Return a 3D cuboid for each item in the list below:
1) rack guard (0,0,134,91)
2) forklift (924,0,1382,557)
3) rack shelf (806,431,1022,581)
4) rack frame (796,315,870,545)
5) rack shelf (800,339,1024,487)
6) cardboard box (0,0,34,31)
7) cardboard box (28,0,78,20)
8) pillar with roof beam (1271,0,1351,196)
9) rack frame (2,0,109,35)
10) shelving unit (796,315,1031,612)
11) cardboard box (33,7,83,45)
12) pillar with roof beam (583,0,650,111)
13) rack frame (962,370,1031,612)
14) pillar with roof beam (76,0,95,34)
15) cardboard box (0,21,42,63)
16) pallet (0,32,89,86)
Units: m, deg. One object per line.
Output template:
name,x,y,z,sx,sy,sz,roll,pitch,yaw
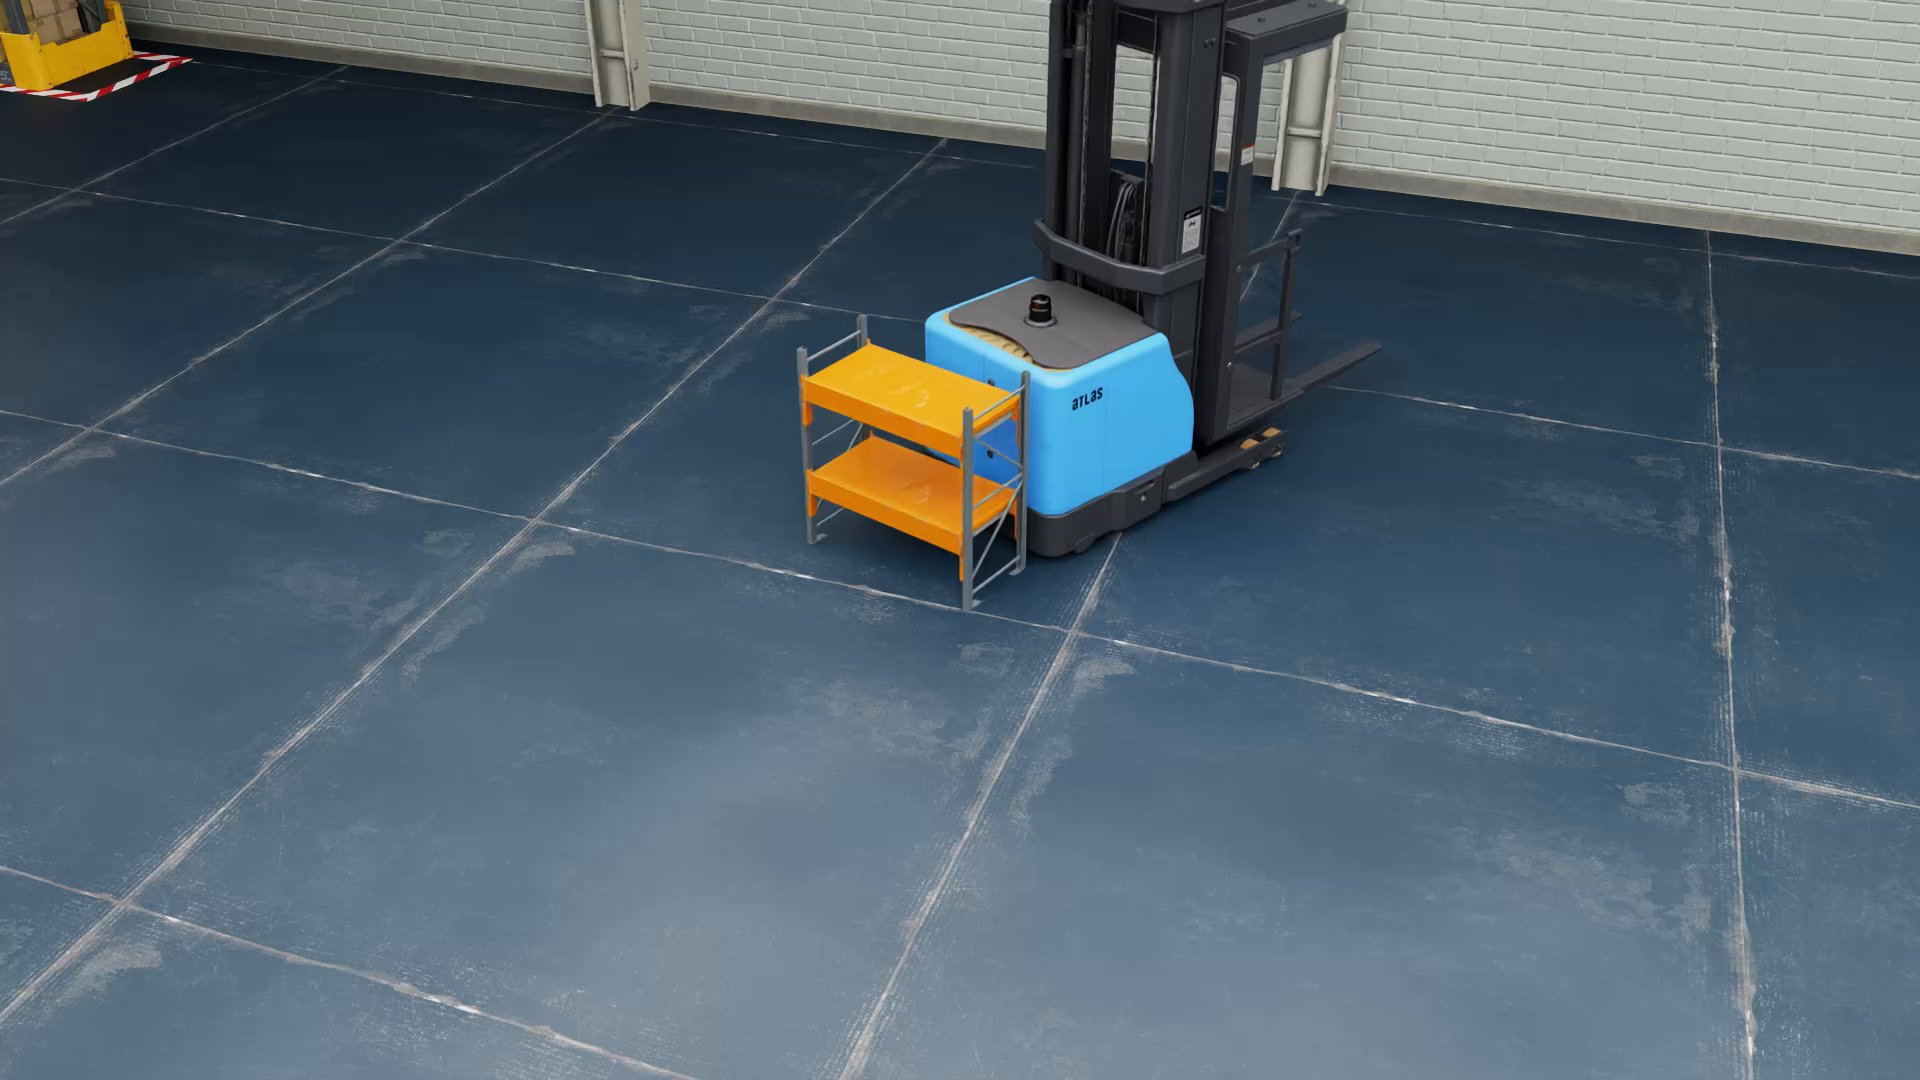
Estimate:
rack guard,-8.255,-4.593,15.402,0.348,0.500,1.175,11,34,16
forklift,1.237,-1.821,8.868,3.031,2.935,1.130,-26,41,-34
rack shelf,-0.231,-0.189,8.457,1.000,0.278,0.538,22,39,30
rack frame,-0.636,-0.561,8.582,0.032,1.125,0.500,22,39,30
rack shelf,-0.231,-0.641,8.166,1.000,0.278,0.538,22,39,30
cardboard box,-8.841,-4.808,15.118,0.500,0.250,0.500,11,34,16
cardboard box,-8.650,-5.071,15.525,0.500,0.250,0.500,12,35,17
pillar with roof beam,1.215,-4.361,7.208,0.400,9.000,9.100,11,34,16
rack frame,-8.278,-5.647,14.731,0.127,3.000,1.000,11,34,16
shelving unit,-0.231,-0.395,8.324,1.048,1.125,0.538,22,39,30
cardboard box,-8.674,-4.858,15.657,0.500,0.250,0.500,11,34,17
pillar with roof beam,-4.433,-5.459,8.909,0.400,9.000,9.100,11,34,16
rack frame,0.175,-0.228,8.067,0.032,1.125,0.500,22,39,30
pillar with roof beam,-10.081,-6.557,10.610,0.400,9.000,9.100,11,34,16
cardboard box,-8.826,-4.593,15.246,0.500,0.250,0.500,11,35,17
pallet,-9.012,-4.594,15.671,1.213,0.211,1.003,11,34,16
